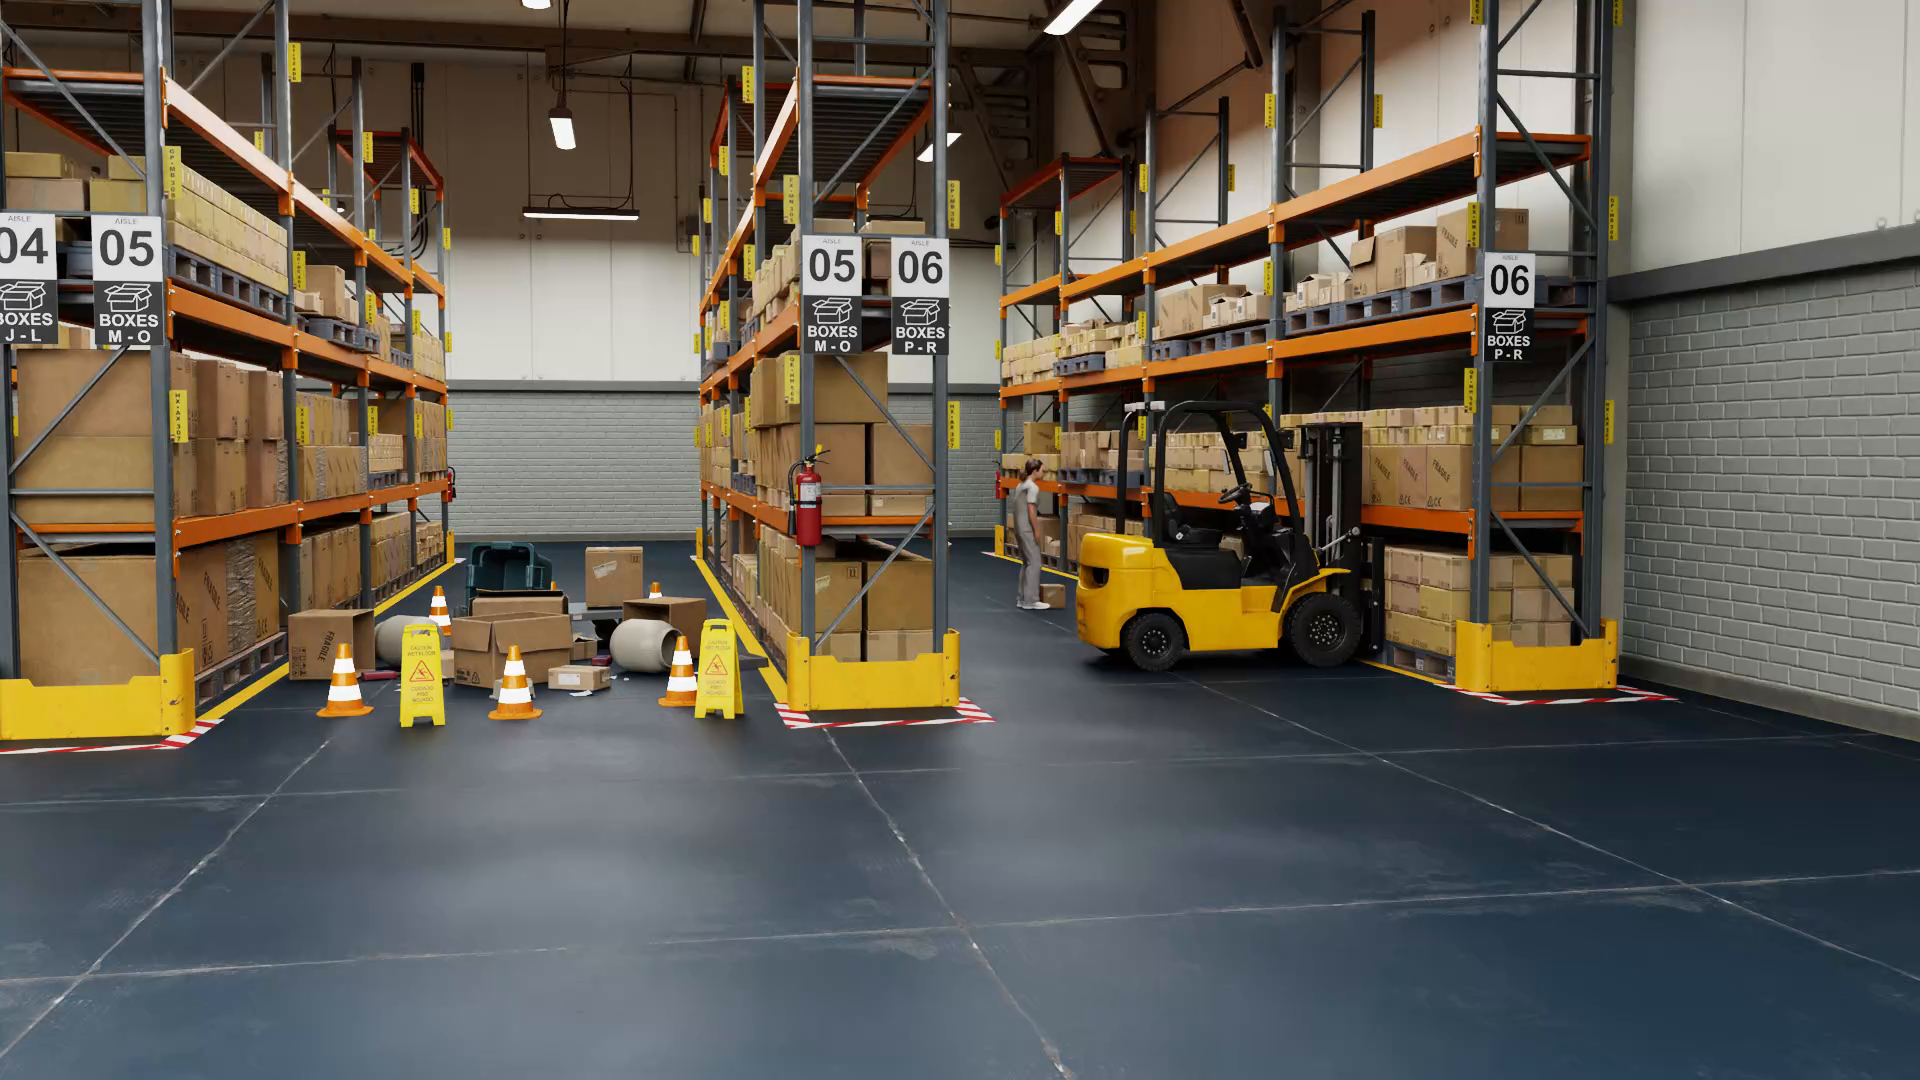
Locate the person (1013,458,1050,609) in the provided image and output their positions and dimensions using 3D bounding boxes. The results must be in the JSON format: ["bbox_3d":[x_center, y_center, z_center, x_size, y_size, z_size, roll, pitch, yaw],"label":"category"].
[{"bbox_3d":[0.783,-0.075,18.550,0.365,1.671,0.500,-1,3,-14],"label":"person"}]
